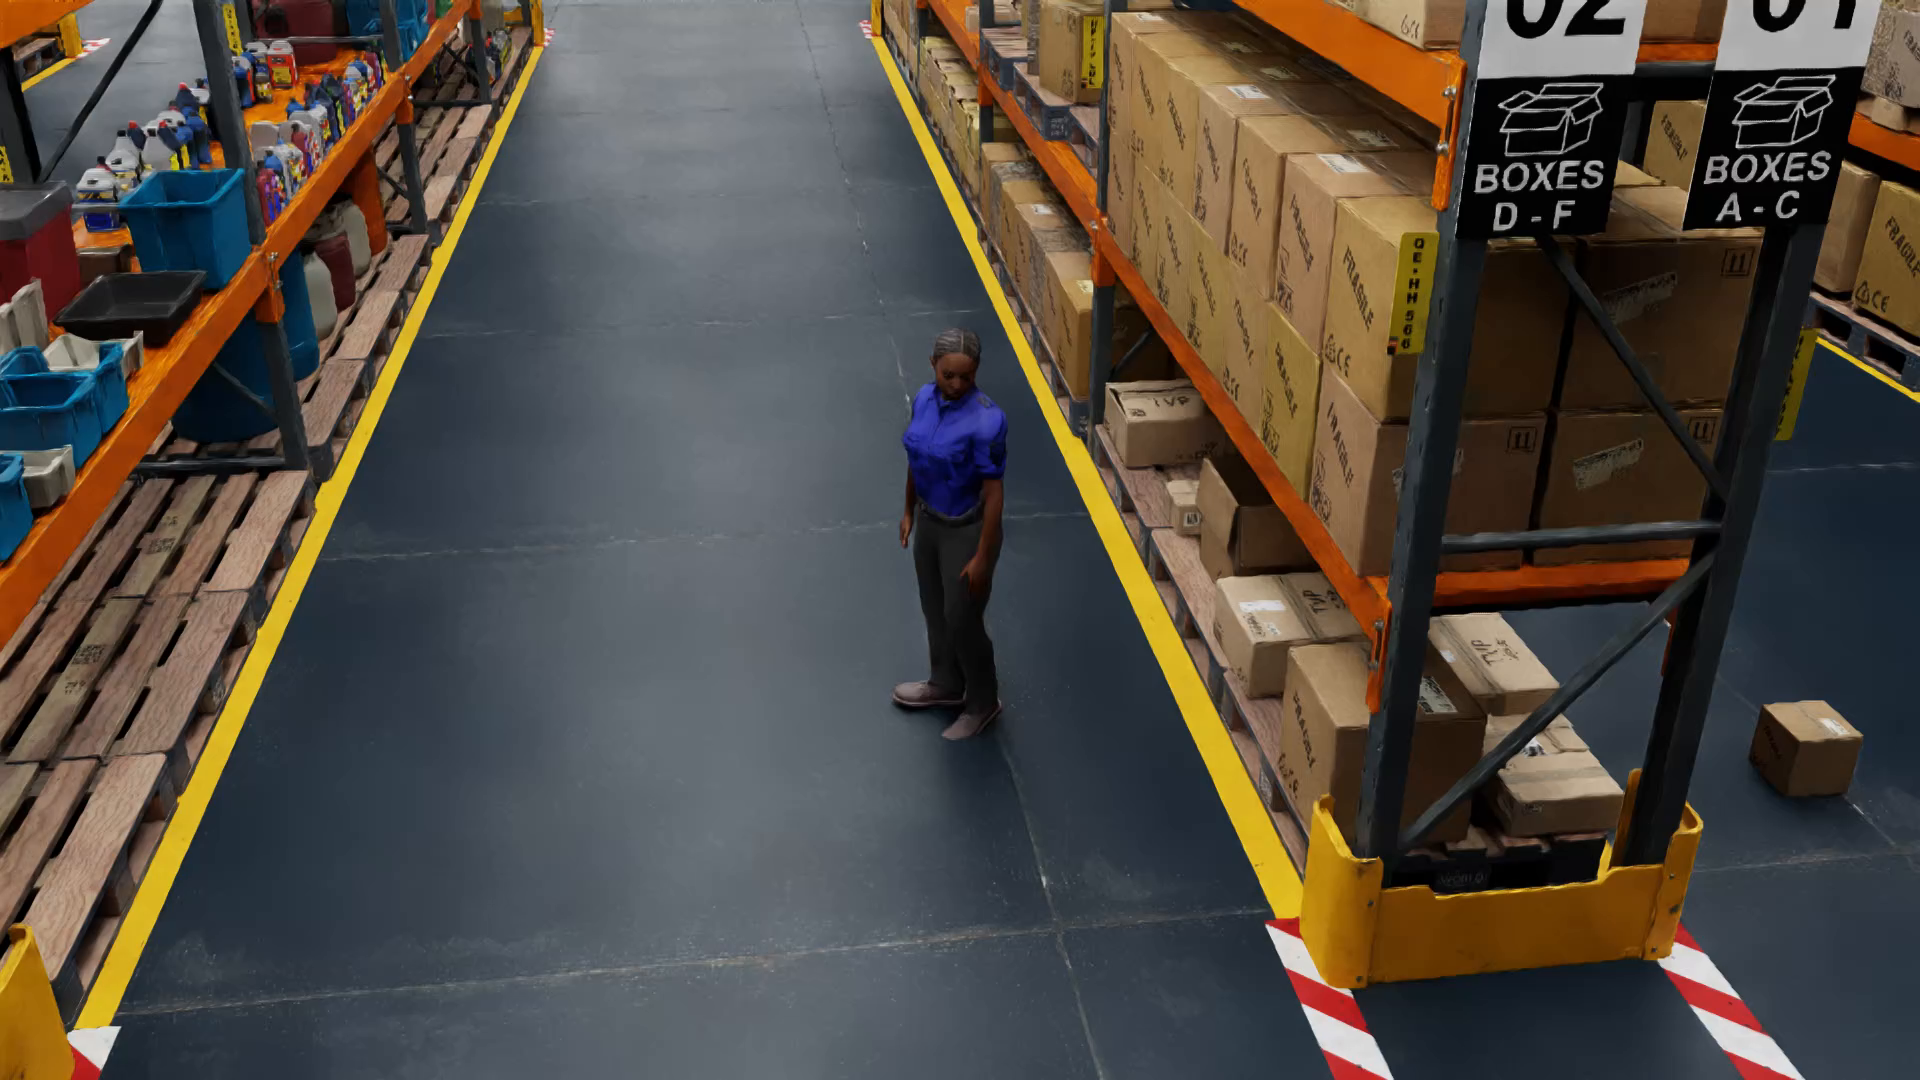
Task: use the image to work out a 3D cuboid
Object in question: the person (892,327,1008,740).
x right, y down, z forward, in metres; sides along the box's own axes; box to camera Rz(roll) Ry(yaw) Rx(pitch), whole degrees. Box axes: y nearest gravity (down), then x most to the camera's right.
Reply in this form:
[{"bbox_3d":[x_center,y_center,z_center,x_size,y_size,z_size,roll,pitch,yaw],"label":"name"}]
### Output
[{"bbox_3d":[-0.026,-0.008,6.174,0.351,1.704,0.540,-18,32,-31],"label":"person"}]
